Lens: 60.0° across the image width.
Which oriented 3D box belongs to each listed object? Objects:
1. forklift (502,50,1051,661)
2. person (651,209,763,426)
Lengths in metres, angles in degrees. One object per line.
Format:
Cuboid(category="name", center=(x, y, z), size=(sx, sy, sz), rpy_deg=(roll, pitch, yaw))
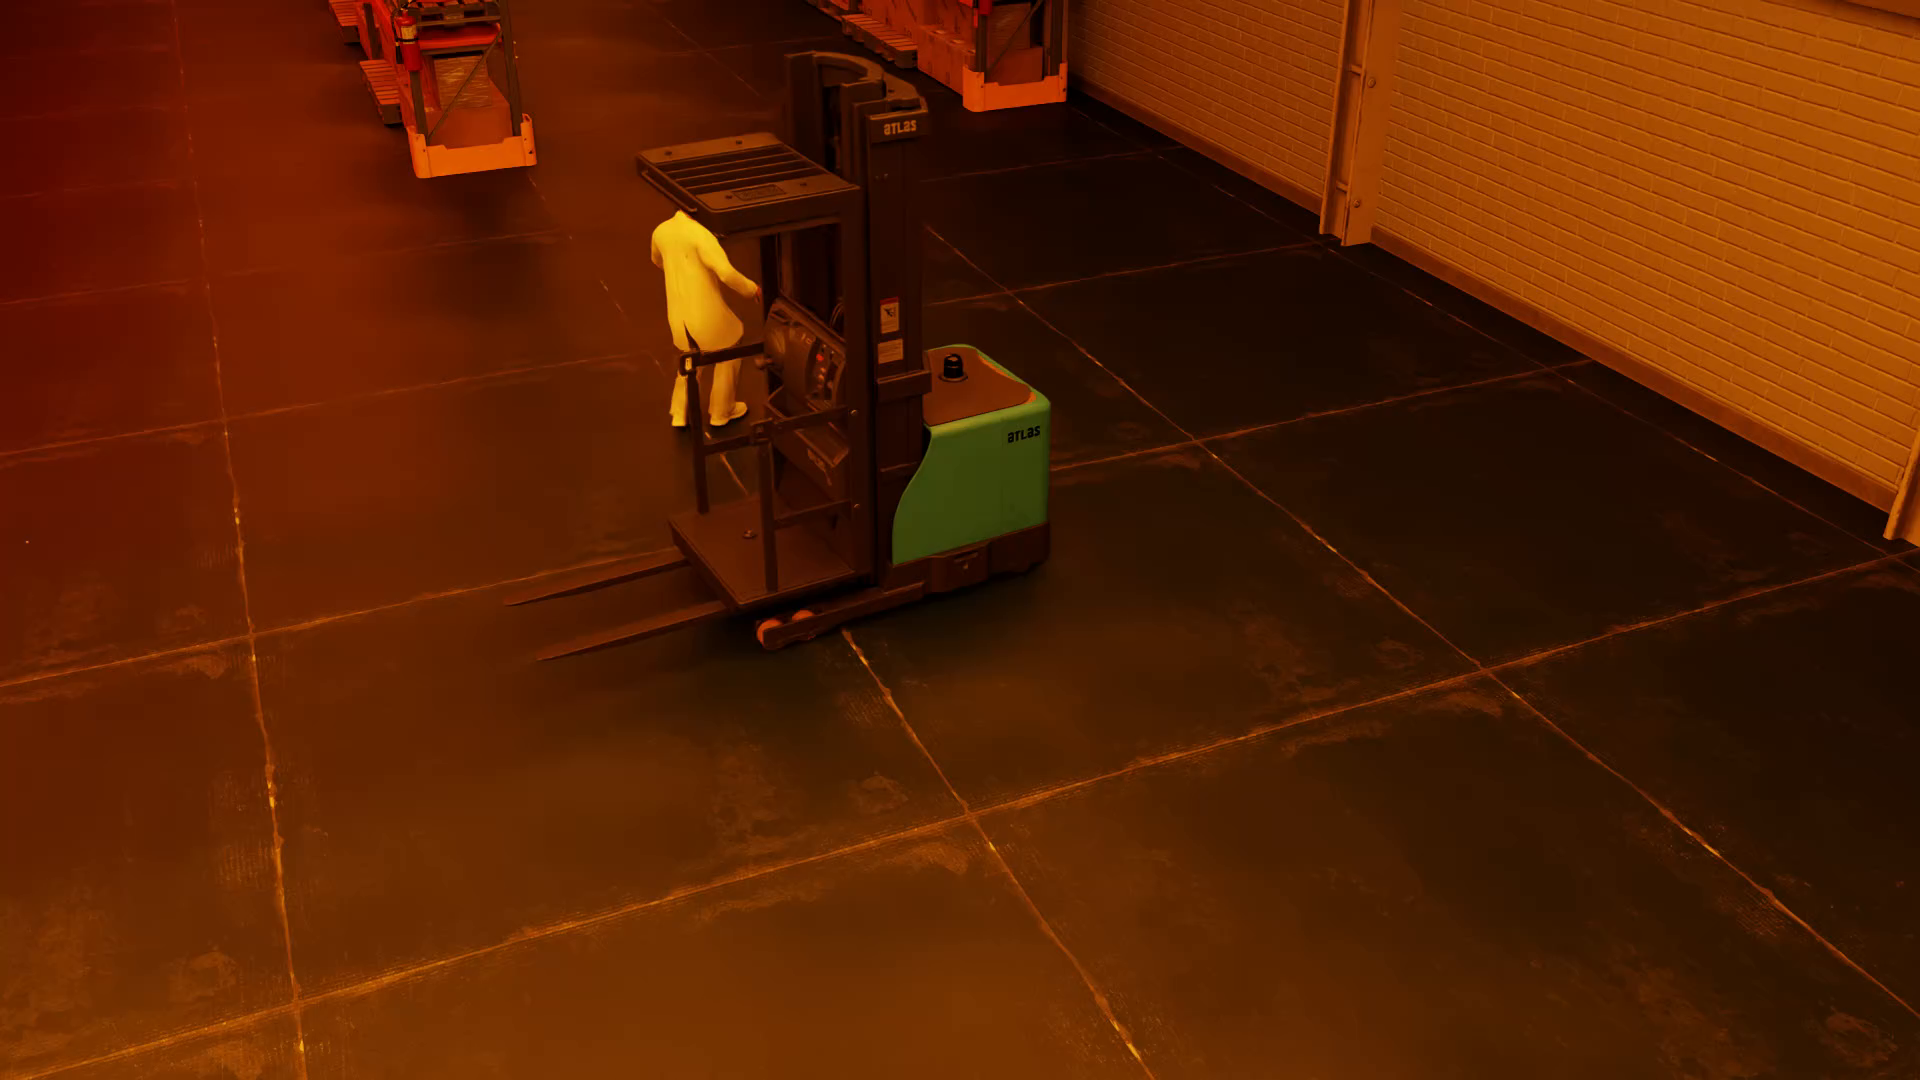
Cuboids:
Cuboid(category="forklift", center=(-1.013, -0.974, 8.823), size=(3.031, 2.935, 1.130), rpy_deg=(-16, 33, -25))
Cuboid(category="person", center=(-1.688, -1.573, 11.147), size=(0.836, 1.728, 0.678), rpy_deg=(16, 34, 26))
